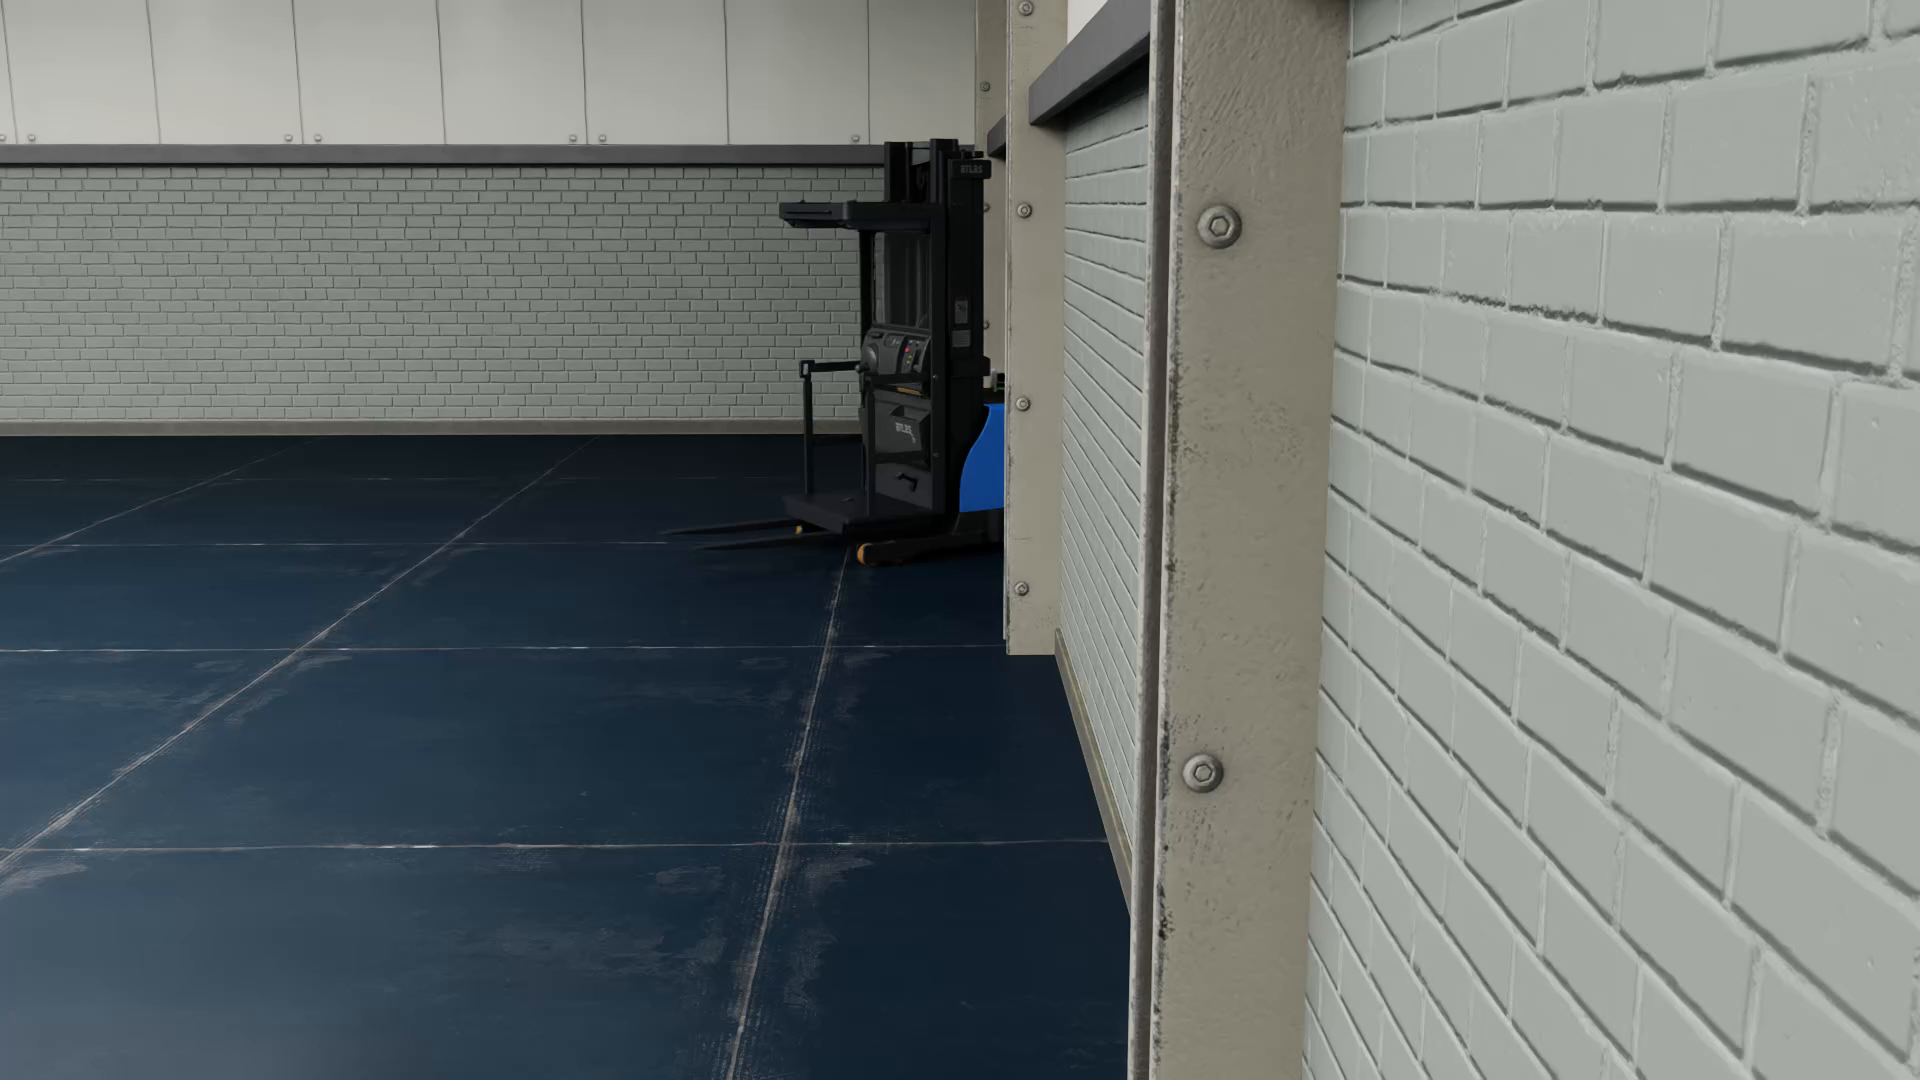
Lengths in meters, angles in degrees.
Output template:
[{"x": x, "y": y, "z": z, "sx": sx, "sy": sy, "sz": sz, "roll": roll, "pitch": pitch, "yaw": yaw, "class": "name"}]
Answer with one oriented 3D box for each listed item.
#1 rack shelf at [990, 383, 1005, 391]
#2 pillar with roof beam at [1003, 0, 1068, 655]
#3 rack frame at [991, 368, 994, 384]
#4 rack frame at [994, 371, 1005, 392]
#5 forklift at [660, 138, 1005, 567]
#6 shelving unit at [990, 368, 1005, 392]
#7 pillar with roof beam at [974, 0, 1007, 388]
[{"x": 0.366, "y": -1.115, "z": 12.726, "sx": 0.258, "sy": 0.148, "sz": 0.480, "roll": 2, "pitch": 8, "yaw": -2, "class": "rack shelf"}, {"x": -3.891, "y": -3.786, "z": 8.587, "sx": 9.100, "sy": 9.000, "sz": 0.400, "roll": 0, "pitch": 11, "yaw": -1, "class": "pillar with roof beam"}, {"x": 0.343, "y": -0.737, "z": 13.024, "sx": 0.240, "sy": 1.200, "sz": 0.015, "roll": 2, "pitch": 8, "yaw": -2, "class": "rack frame"}, {"x": 0.359, "y": -0.670, "z": 12.541, "sx": 0.240, "sy": 1.200, "sz": 0.015, "roll": 2, "pitch": 8, "yaw": -2, "class": "rack frame"}, {"x": -0.645, "y": -1.369, "z": 11.937, "sx": 3.031, "sy": 2.935, "sz": 1.130, "roll": -7, "pitch": 13, "yaw": -30, "class": "forklift"}, {"x": 0.351, "y": -0.704, "z": 12.783, "sx": 0.258, "sy": 1.200, "sz": 0.503, "roll": 2, "pitch": 8, "yaw": -2, "class": "shelving unit"}, {"x": -4.015, "y": -4.979, "z": 14.466, "sx": 9.100, "sy": 9.000, "sz": 0.400, "roll": 0, "pitch": 11, "yaw": -1, "class": "pillar with roof beam"}]
